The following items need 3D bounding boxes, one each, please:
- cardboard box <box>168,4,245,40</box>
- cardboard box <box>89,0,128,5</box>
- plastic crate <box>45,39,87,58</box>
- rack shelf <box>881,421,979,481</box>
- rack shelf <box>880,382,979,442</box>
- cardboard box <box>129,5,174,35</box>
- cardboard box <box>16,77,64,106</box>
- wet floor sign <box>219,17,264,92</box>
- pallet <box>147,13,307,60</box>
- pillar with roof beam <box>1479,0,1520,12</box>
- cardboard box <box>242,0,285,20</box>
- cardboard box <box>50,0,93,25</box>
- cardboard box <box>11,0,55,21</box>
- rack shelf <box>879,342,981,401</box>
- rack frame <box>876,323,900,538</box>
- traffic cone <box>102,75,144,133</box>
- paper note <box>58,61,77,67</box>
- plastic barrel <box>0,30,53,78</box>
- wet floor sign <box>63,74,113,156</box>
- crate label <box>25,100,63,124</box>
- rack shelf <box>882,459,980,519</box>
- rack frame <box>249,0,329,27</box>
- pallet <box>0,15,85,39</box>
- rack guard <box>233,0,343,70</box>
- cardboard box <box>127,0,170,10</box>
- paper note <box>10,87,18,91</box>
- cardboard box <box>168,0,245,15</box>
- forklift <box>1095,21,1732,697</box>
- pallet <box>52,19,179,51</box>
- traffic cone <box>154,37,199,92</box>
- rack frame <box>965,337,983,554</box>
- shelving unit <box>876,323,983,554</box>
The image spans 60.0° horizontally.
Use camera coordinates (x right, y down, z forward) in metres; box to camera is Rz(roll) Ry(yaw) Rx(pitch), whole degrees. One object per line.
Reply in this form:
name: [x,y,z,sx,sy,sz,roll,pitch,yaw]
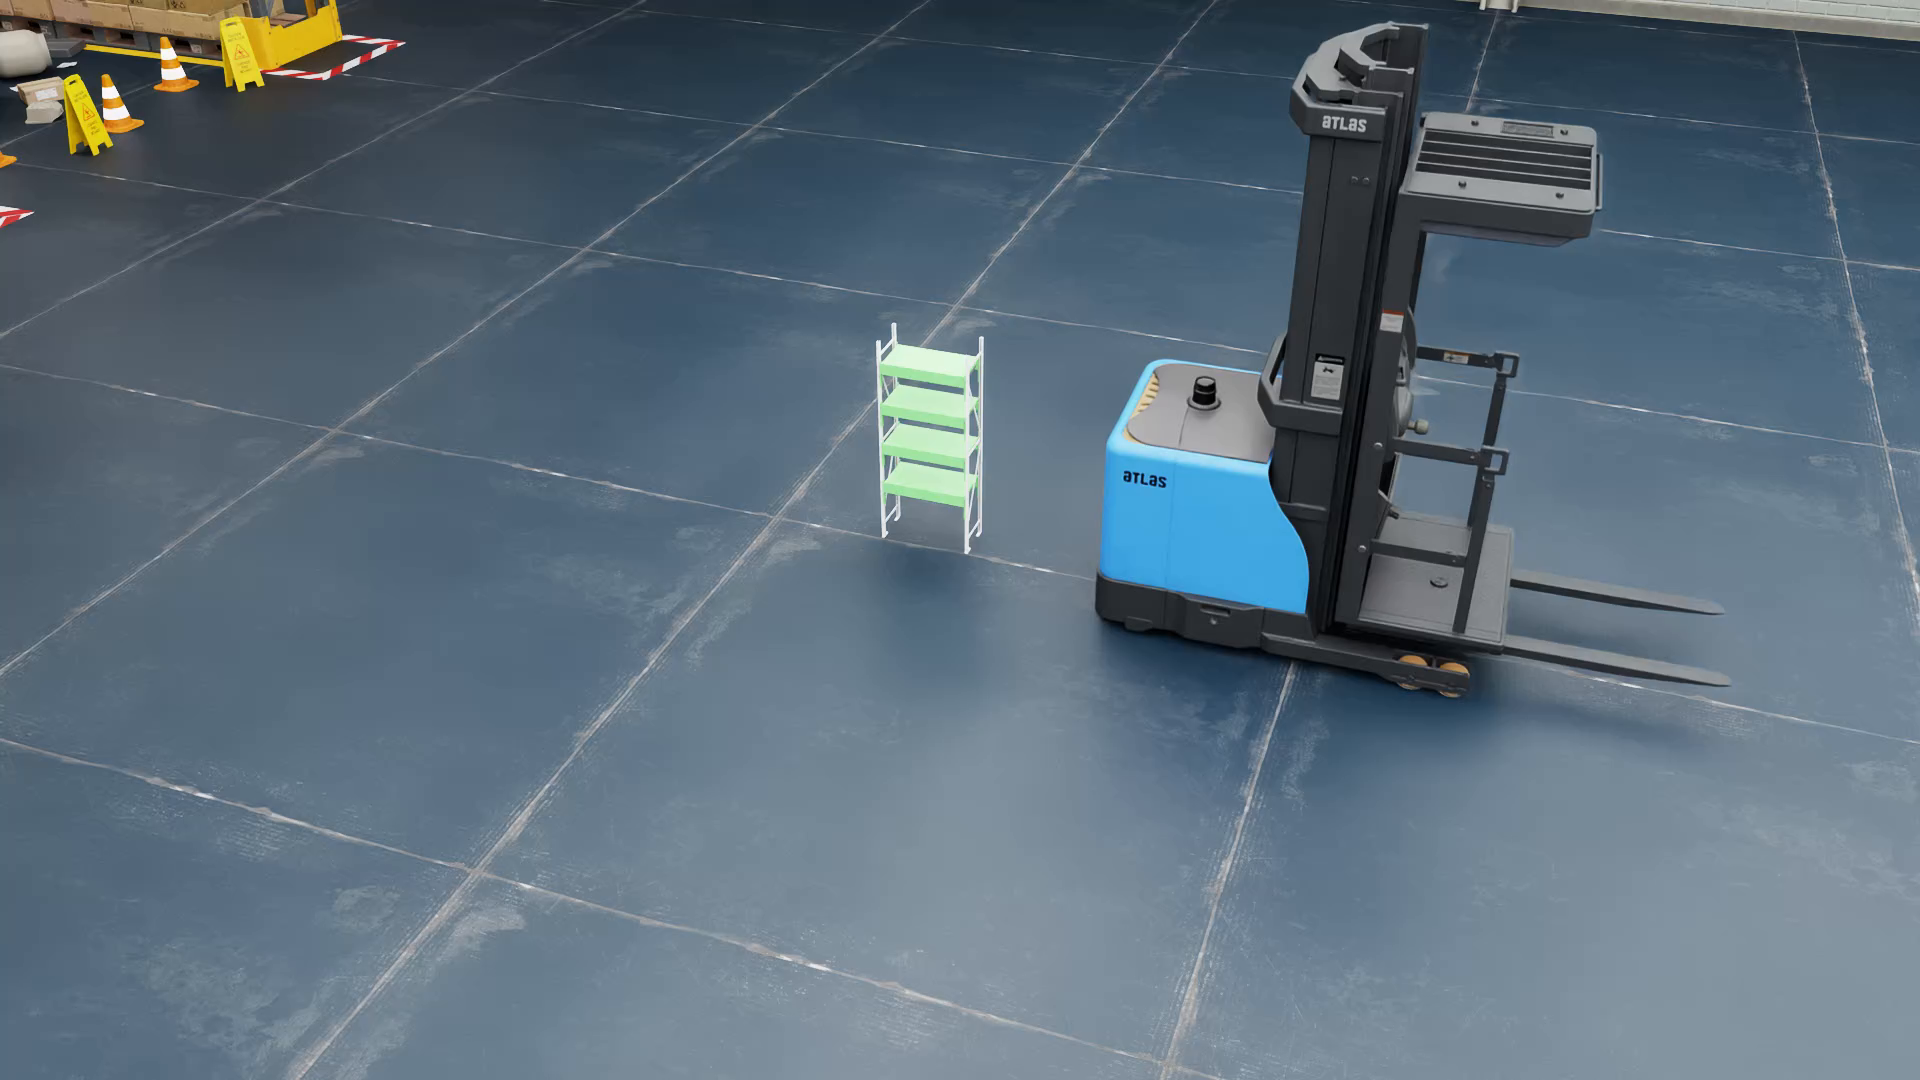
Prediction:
cardboard box: [-7.556,-5.236,16.710,0.500,0.250,0.500,11,34,16]
cardboard box: [-8.489,-5.739,16.799,0.500,0.500,0.500,10,34,15]
plastic crate: [-9.246,-4.999,16.888,0.583,0.080,0.402,0,33,0]
rack shelf: [-0.156,-0.481,8.974,0.480,0.148,0.258,11,34,16]
rack shelf: [-0.156,-0.682,8.844,0.480,0.148,0.258,11,34,16]
cardboard box: [-8.019,-5.331,16.857,0.500,0.250,0.500,11,34,17]
cardboard box: [-8.597,-4.211,15.602,0.380,0.149,0.250,-25,40,-33]
wet floor sign: [-6.864,-4.630,15.794,0.232,0.644,0.267,24,40,32]
pallet: [-7.506,-5.209,17.092,1.213,0.211,1.003,11,34,16]
pillar with roof beam: [4.482,-7.449,12.459,0.400,9.000,9.100,11,34,16]
cardboard box: [-7.348,-5.510,17.135,0.500,0.250,0.500,11,34,16]
cardboard box: [-8.976,-5.520,17.150,0.500,0.250,0.500,11,34,16]
cardboard box: [-9.477,-5.616,17.298,0.500,0.250,0.500,13,35,19]
rack shelf: [-0.156,-0.884,8.714,0.480,0.148,0.258,11,34,16]
rack frame: [-0.386,-0.579,9.009,0.015,1.200,0.240,11,34,16]
traffic cone: [-7.576,-3.925,14.871,0.334,0.463,0.336,11,34,16]
paper note: [-8.863,-4.723,16.505,0.148,0.019,0.142,0,33,0]
plastic barrel: [-9.137,-4.723,16.142,0.512,0.421,0.421,-18,37,-25]
wet floor sign: [-7.562,-3.671,14.308,0.232,0.644,0.267,5,33,8]
crate label: [-8.337,-3.901,15.133,0.298,0.136,0.250,-6,33,-9]
rack shelf: [-0.156,-0.279,9.104,0.480,0.148,0.258,11,34,16]
rack frame: [-6.682,-6.200,16.055,0.127,3.000,1.000,11,34,16]
pallet: [-9.803,-5.656,17.783,1.213,0.211,1.003,11,34,16]
rack guard: [-6.754,-5.164,16.755,0.348,0.500,1.175,11,34,16]
cardboard box: [-8.017,-5.644,16.650,0.500,0.500,0.500,12,35,18]
paper note: [-8.992,-4.336,15.917,0.142,0.019,0.148,24,40,32]
cardboard box: [-7.524,-5.550,16.505,0.500,0.500,0.500,11,35,17]
forklift: [2.267,-0.795,7.748,3.031,2.935,1.130,10,34,15]
pallet: [-8.651,-5.433,17.439,1.213,0.211,1.003,11,34,16]
traffic cone: [-7.522,-4.554,15.845,0.334,0.463,0.336,11,34,16]
rack frame: [0.074,-0.490,8.870,0.015,1.200,0.240,11,34,16]
shelving unit: [-0.156,-0.534,8.940,0.503,1.200,0.258,11,34,16]
